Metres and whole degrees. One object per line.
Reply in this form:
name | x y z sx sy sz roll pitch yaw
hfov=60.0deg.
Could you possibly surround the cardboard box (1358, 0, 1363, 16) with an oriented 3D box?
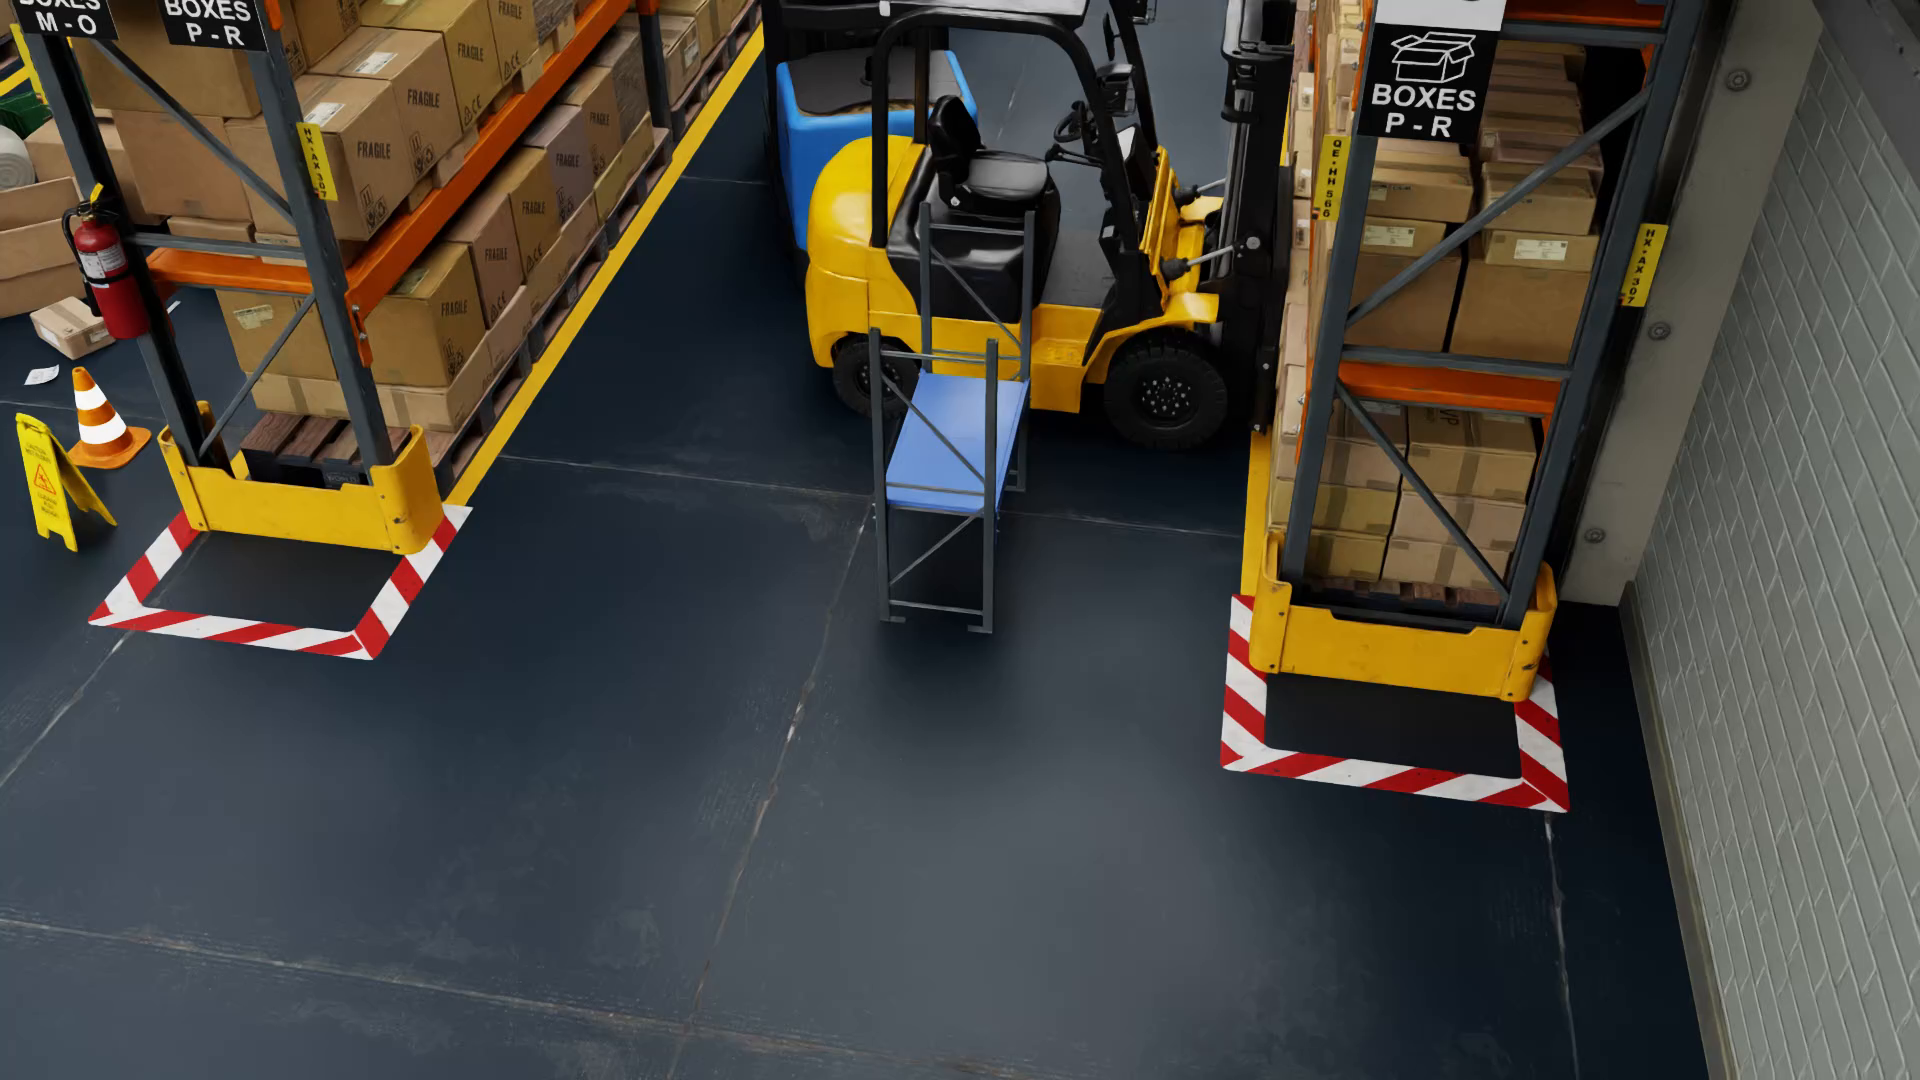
cardboard box | 1.951 -2.275 7.327 0.380 0.149 0.250 7 40 8

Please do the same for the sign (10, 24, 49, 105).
sign | -3.595 -1.848 6.474 0.100 0.325 0.005 6 40 8

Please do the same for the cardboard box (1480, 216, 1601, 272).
cardboard box | 2.151 -1.134 6.180 0.380 0.149 0.250 5 40 7

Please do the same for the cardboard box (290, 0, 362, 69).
cardboard box | -3.084 -2.406 7.209 0.700 0.500 0.500 7 40 8

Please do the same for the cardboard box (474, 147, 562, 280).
cardboard box | -2.456 -1.730 8.728 0.500 0.500 0.500 7 40 9

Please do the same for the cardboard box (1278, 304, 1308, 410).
cardboard box | 1.692 -0.793 7.398 0.500 0.250 0.500 7 40 8

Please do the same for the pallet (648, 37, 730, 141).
pallet | -2.227 -3.130 11.370 1.003 0.211 1.213 6 40 8

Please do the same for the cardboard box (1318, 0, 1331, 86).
cardboard box | 2.122 -2.631 8.500 0.500 0.500 0.500 7 40 8

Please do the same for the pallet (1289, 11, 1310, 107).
pallet | 2.827 -3.331 11.613 1.003 0.211 1.213 6 40 8

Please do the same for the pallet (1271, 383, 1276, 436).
pallet | 2.142 -0.834 8.593 1.003 0.211 1.213 6 40 8

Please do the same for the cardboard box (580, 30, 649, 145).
cardboard box | -2.198 -2.706 9.909 0.500 0.500 0.500 6 40 7

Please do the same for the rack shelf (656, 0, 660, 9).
rack shelf | -2.014 -4.694 11.638 1.077 0.370 4.000 6 40 8

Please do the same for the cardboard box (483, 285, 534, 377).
cardboard box | -2.544 -1.103 8.559 0.500 0.250 0.500 8 40 9

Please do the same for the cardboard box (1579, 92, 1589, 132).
cardboard box | 2.401 -1.764 6.942 0.380 0.149 0.250 7 40 8

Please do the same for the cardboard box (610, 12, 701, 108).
cardboard box | -2.272 -3.195 10.993 0.950 0.372 0.625 7 40 8

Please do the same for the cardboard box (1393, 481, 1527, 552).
cardboard box | 2.123 -0.228 7.107 0.500 0.250 0.500 7 40 8

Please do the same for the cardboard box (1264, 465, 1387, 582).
cardboard box | 1.607 -0.093 7.336 0.500 0.250 0.500 7 40 8

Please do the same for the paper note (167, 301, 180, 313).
paper note | -4.413 -1.306 9.321 0.032 0.001 0.123 6 40 8

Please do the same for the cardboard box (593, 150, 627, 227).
cardboard box | -2.280 -2.082 9.743 0.500 0.250 0.500 5 40 6

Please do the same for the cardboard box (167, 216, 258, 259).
cardboard box | -3.198 -1.367 7.247 0.380 0.149 0.250 8 40 9

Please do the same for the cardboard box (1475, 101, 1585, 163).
cardboard box | 2.216 -1.579 6.485 0.380 0.149 0.250 7 40 9

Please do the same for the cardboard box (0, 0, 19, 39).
cardboard box | -7.234 -3.893 11.540 1.050 0.750 0.750 6 40 7

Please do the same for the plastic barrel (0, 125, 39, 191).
plastic barrel | -5.938 -2.325 10.229 0.421 0.421 0.512 -28 47 -30

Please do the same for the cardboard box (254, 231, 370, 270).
cardboard box | -2.790 -1.299 7.165 0.380 0.149 0.250 7 40 8

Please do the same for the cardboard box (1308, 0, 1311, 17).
cardboard box | 2.995 -4.127 11.922 0.875 0.625 0.625 8 40 9

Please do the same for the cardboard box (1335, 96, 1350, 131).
cardboard box | 1.795 -1.845 7.040 0.380 0.149 0.250 5 40 6

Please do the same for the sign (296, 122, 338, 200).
sign | -2.518 -1.480 6.506 0.100 0.325 0.005 6 40 8

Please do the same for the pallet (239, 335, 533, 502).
pallet | -2.864 -0.685 8.413 1.003 0.211 1.213 6 40 8

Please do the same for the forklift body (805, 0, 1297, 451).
forklift body | 0.369 -1.725 8.148 2.313 2.155 1.214 6 40 8

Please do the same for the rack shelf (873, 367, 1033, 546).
rack shelf | -0.015 -0.386 7.322 0.538 0.185 1.000 6 40 8

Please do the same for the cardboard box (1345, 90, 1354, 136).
cardboard box | 1.722 -1.637 6.556 0.380 0.149 0.250 7 40 9

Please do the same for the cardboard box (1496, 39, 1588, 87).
cardboard box | 2.437 -2.055 7.060 0.380 0.149 0.250 6 40 7

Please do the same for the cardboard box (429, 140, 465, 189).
cardboard box | -2.545 -1.771 7.735 0.380 0.149 0.250 7 40 8

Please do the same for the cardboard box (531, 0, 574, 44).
cardboard box | -2.360 -2.913 8.608 0.500 0.500 0.500 7 40 9

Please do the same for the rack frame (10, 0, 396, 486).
rack frame | -3.052 -1.206 6.854 1.000 3.000 0.127 6 40 8

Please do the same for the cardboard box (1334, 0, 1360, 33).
cardboard box | 1.965 -2.489 7.818 0.380 0.149 0.250 5 40 6

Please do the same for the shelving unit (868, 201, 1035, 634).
shelving unit | -0.015 -0.524 7.207 0.538 1.500 1.048 6 40 8

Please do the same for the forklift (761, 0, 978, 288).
forklift | -0.652 -3.477 9.655 1.130 2.935 3.031 -6 40 -8

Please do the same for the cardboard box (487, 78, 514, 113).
cardboard box | -2.472 -2.272 8.341 0.380 0.149 0.250 5 40 6

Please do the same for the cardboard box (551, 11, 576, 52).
cardboard box | -2.288 -2.746 8.914 0.380 0.149 0.250 6 40 7

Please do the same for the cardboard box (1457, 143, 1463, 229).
cardboard box | 2.265 -1.309 6.901 0.500 0.500 0.500 8 40 9

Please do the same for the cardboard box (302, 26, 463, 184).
cardboard box | -2.611 -1.951 7.444 0.500 0.500 0.500 8 40 9

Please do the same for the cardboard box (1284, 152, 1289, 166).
cardboard box | 2.120 -2.006 9.651 0.500 0.250 0.500 7 40 8

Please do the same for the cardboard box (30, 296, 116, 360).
cardboard box | -4.815 -1.152 9.027 0.380 0.149 0.250 28 47 30

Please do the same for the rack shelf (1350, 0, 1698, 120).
rack shelf | 2.183 -2.795 6.987 1.077 0.370 4.000 6 40 8

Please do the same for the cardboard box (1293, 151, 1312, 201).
cardboard box | 1.963 -1.756 8.564 0.500 0.250 0.500 8 40 9

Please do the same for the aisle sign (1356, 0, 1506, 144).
aisle sign | 1.537 -1.654 5.356 0.394 0.787 0.004 6 40 8

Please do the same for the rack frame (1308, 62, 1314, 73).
rack frame | 2.529 -3.171 9.232 1.000 3.000 0.127 6 40 8

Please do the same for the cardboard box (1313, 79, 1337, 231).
cardboard box | 1.851 -1.683 7.354 0.500 0.500 0.500 6 40 7

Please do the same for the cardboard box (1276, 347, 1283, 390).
cardboard box | 1.780 -0.935 7.963 0.500 0.250 0.500 6 40 7
